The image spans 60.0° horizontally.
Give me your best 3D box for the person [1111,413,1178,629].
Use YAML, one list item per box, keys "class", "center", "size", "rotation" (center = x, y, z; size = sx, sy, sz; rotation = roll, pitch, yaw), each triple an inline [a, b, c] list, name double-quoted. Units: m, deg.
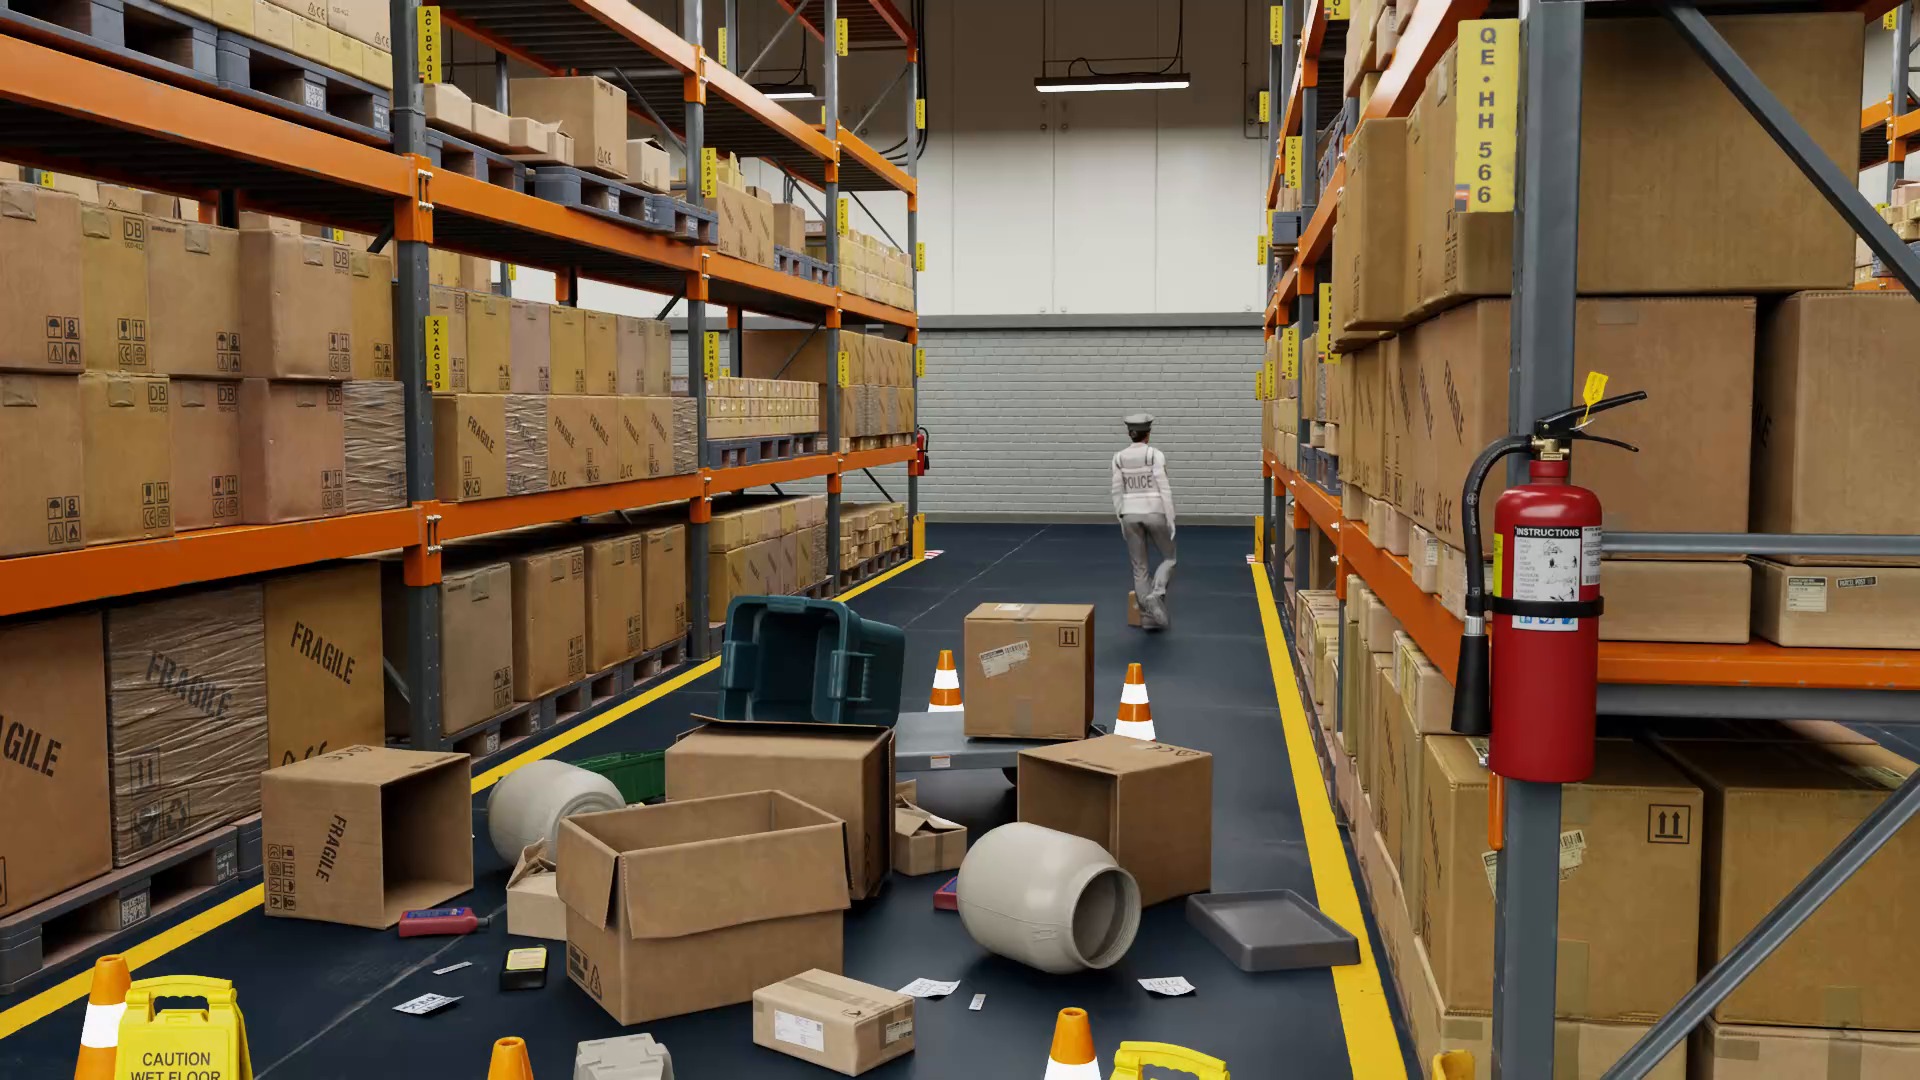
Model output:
- class: "person"
  center: [1.418, -0.144, 12.850]
  size: [0.538, 1.675, 0.459]
  rotation: [2, 5, 25]
